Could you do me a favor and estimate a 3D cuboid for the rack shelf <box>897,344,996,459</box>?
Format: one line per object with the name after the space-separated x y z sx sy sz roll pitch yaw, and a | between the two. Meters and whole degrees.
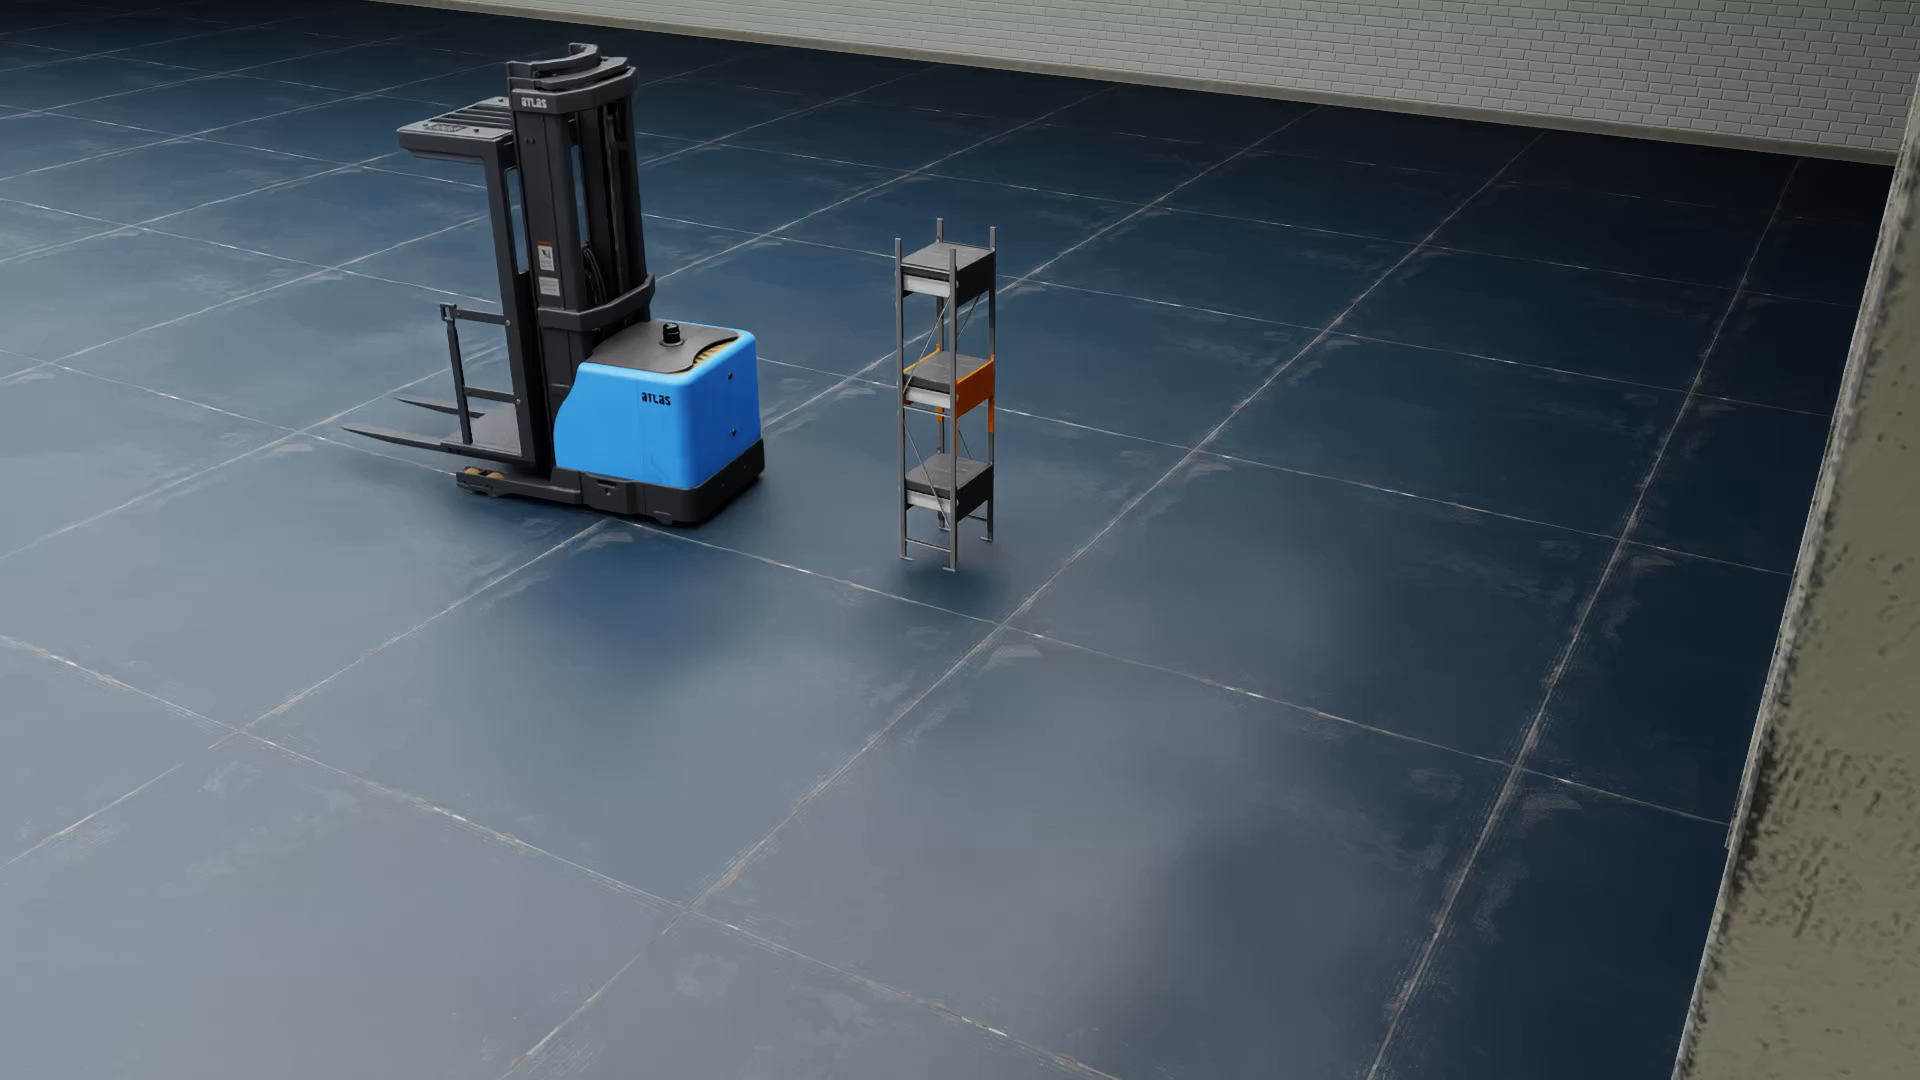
-0.081 -0.862 10.297 0.431 0.518 0.480 14 30 26 | rack shelf

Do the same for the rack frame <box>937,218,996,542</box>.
0.039 -0.970 10.481 0.400 2.100 0.015 14 30 26 | rack frame

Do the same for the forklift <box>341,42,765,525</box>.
-2.947 -1.815 11.242 3.031 2.935 1.130 10 28 19 | forklift

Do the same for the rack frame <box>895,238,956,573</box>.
-0.201 -0.779 10.101 0.400 2.100 0.015 14 30 26 | rack frame

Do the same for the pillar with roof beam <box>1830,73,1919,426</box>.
3.090 -5.882 12.587 9.100 9.000 0.400 14 30 26 | pillar with roof beam

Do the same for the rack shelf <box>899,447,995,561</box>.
-0.081 -0.236 10.611 0.431 0.518 0.480 14 30 26 | rack shelf

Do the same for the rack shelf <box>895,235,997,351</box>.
-0.081 -1.488 9.984 0.431 0.518 0.480 14 30 26 | rack shelf

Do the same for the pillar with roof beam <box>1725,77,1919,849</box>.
0.138 -3.544 7.916 9.100 9.000 0.400 14 30 26 | pillar with roof beam

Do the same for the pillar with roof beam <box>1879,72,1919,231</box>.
6.042 -8.220 17.258 9.100 9.000 0.400 14 30 26 | pillar with roof beam

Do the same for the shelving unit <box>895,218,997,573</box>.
-0.081 -0.874 10.291 0.431 2.100 0.503 14 30 26 | shelving unit
